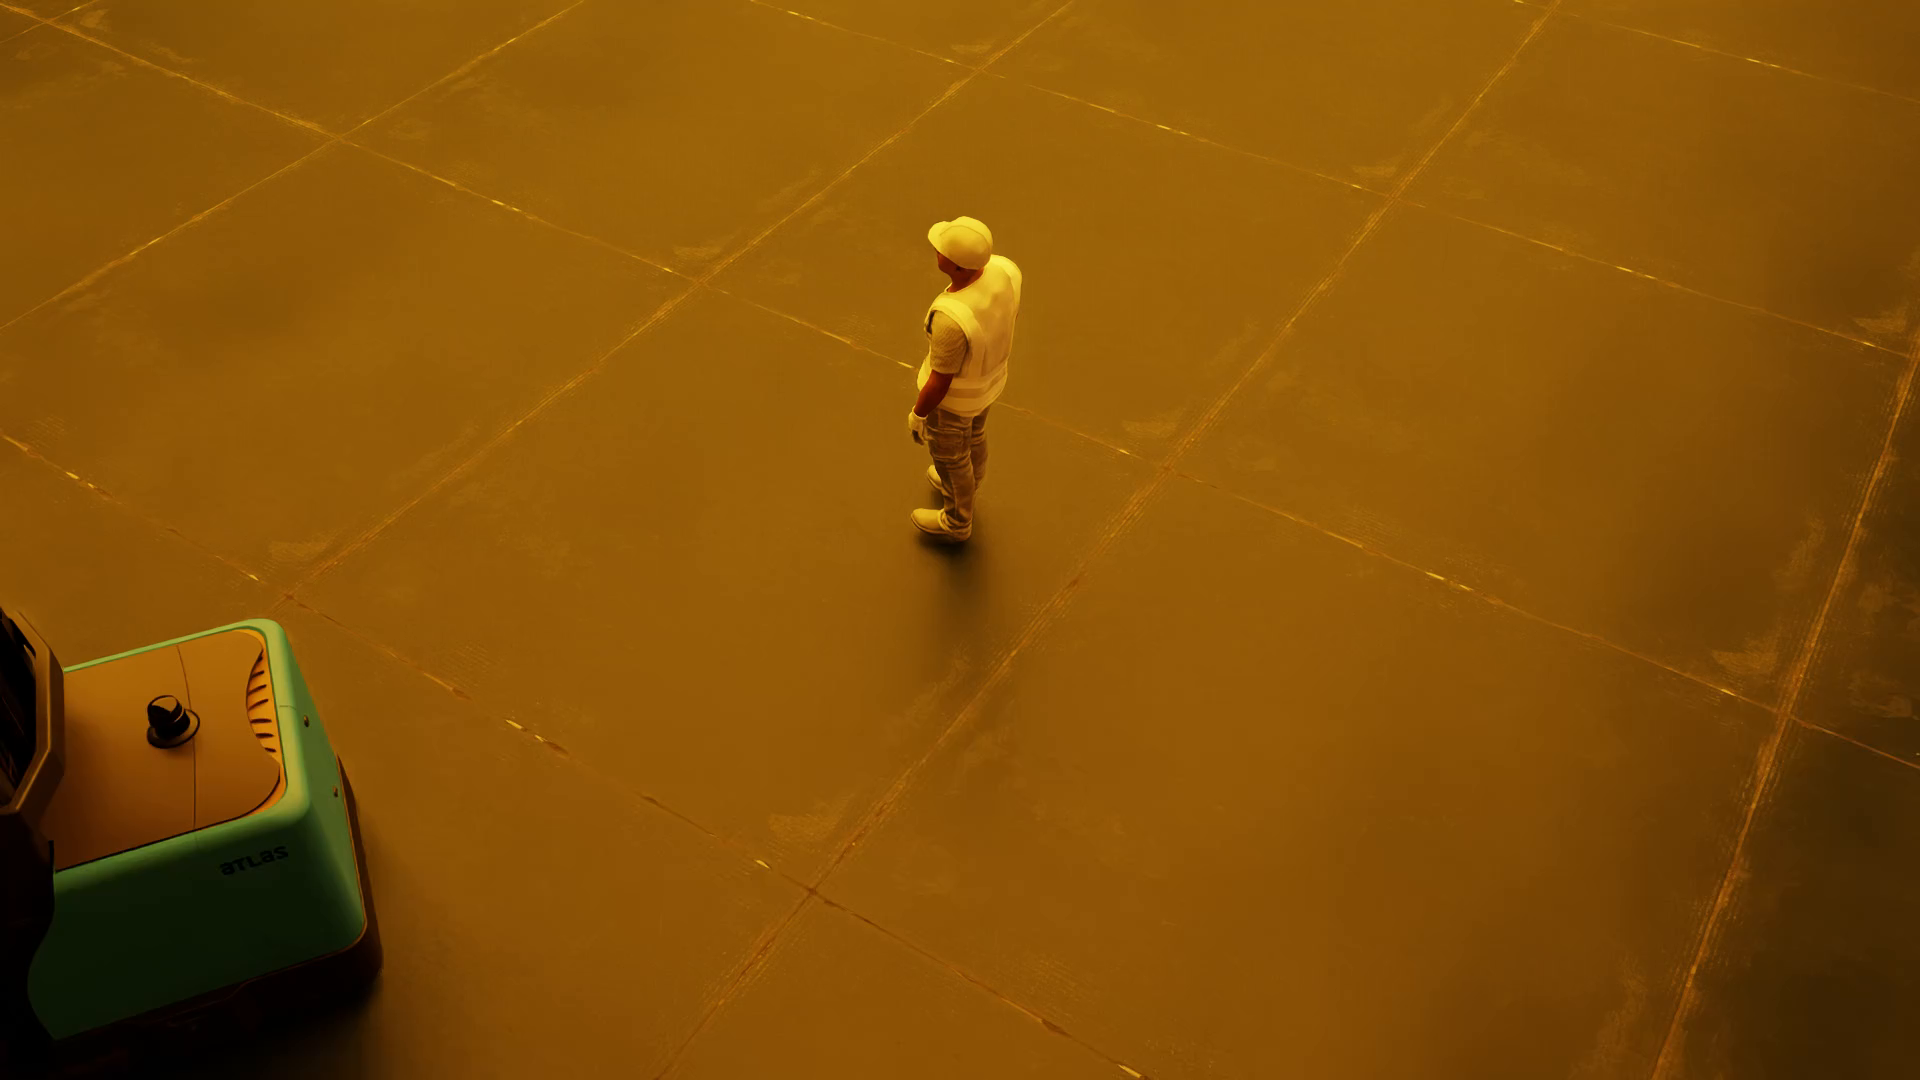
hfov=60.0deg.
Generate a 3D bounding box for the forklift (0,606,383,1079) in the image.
[{"bbox_3d":[-3.724,0.677,5.135,3.031,2.935,1.130,-16,46,-16],"label":"forklift"}]

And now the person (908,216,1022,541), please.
[{"bbox_3d":[-0.055,-0.713,7.366,0.577,1.781,0.656,24,48,23],"label":"person"}]
